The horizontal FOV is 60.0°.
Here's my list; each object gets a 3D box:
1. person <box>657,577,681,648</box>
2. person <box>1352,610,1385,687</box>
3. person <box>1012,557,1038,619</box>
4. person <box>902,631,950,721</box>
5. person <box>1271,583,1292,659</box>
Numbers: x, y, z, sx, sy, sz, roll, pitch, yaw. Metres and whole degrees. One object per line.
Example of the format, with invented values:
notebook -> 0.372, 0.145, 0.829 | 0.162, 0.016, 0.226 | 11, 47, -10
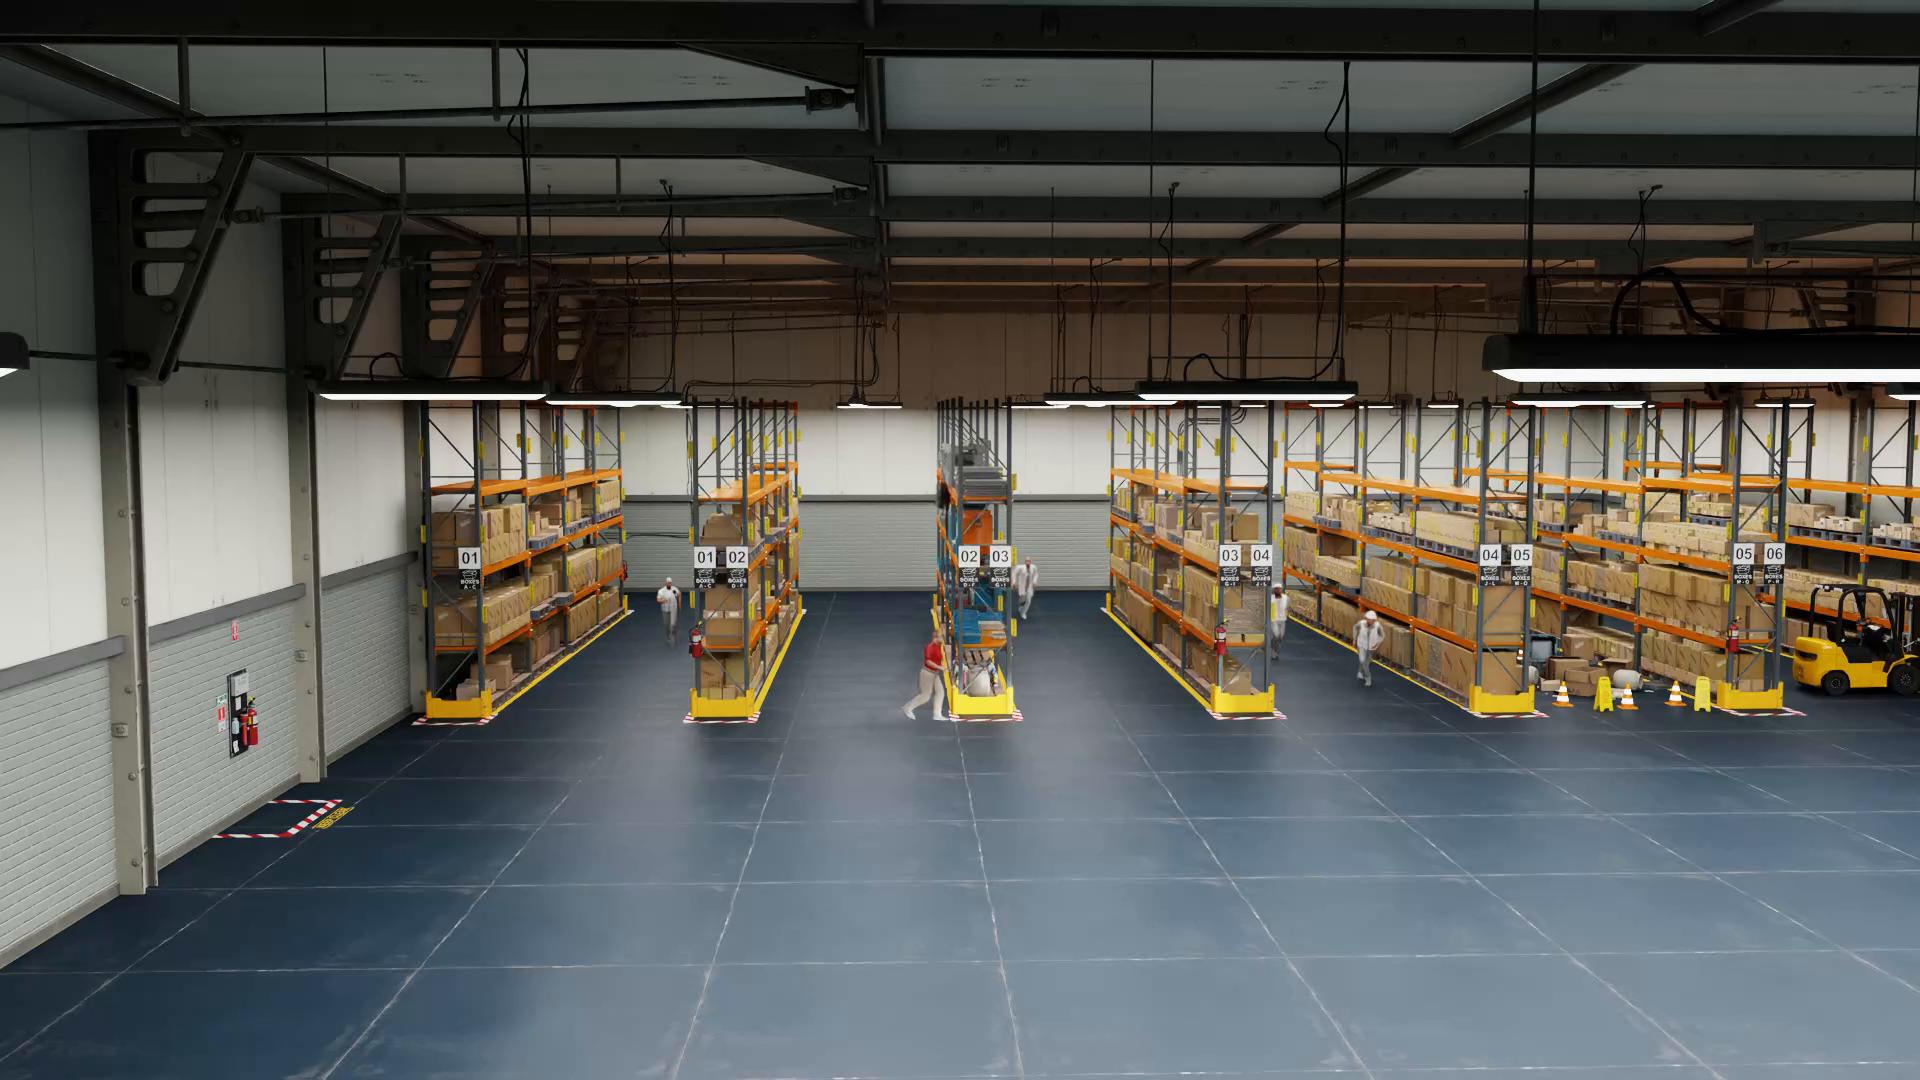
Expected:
person -> -7.095, 1.761, 40.570 | 0.558, 1.724, 0.842 | 0, 4, -5
person -> 8.556, 2.231, 34.899 | 0.648, 1.610, 1.125 | 0, 4, 6
person -> 1.803, 1.311, 46.156 | 0.708, 1.712, 0.712 | -2, 5, -20
person -> -0.623, 2.515, 30.719 | 0.905, 1.696, 0.651 | 1, 5, 15
person -> 7.340, 1.871, 38.355 | 0.649, 1.765, 0.690 | -1, 4, -10
